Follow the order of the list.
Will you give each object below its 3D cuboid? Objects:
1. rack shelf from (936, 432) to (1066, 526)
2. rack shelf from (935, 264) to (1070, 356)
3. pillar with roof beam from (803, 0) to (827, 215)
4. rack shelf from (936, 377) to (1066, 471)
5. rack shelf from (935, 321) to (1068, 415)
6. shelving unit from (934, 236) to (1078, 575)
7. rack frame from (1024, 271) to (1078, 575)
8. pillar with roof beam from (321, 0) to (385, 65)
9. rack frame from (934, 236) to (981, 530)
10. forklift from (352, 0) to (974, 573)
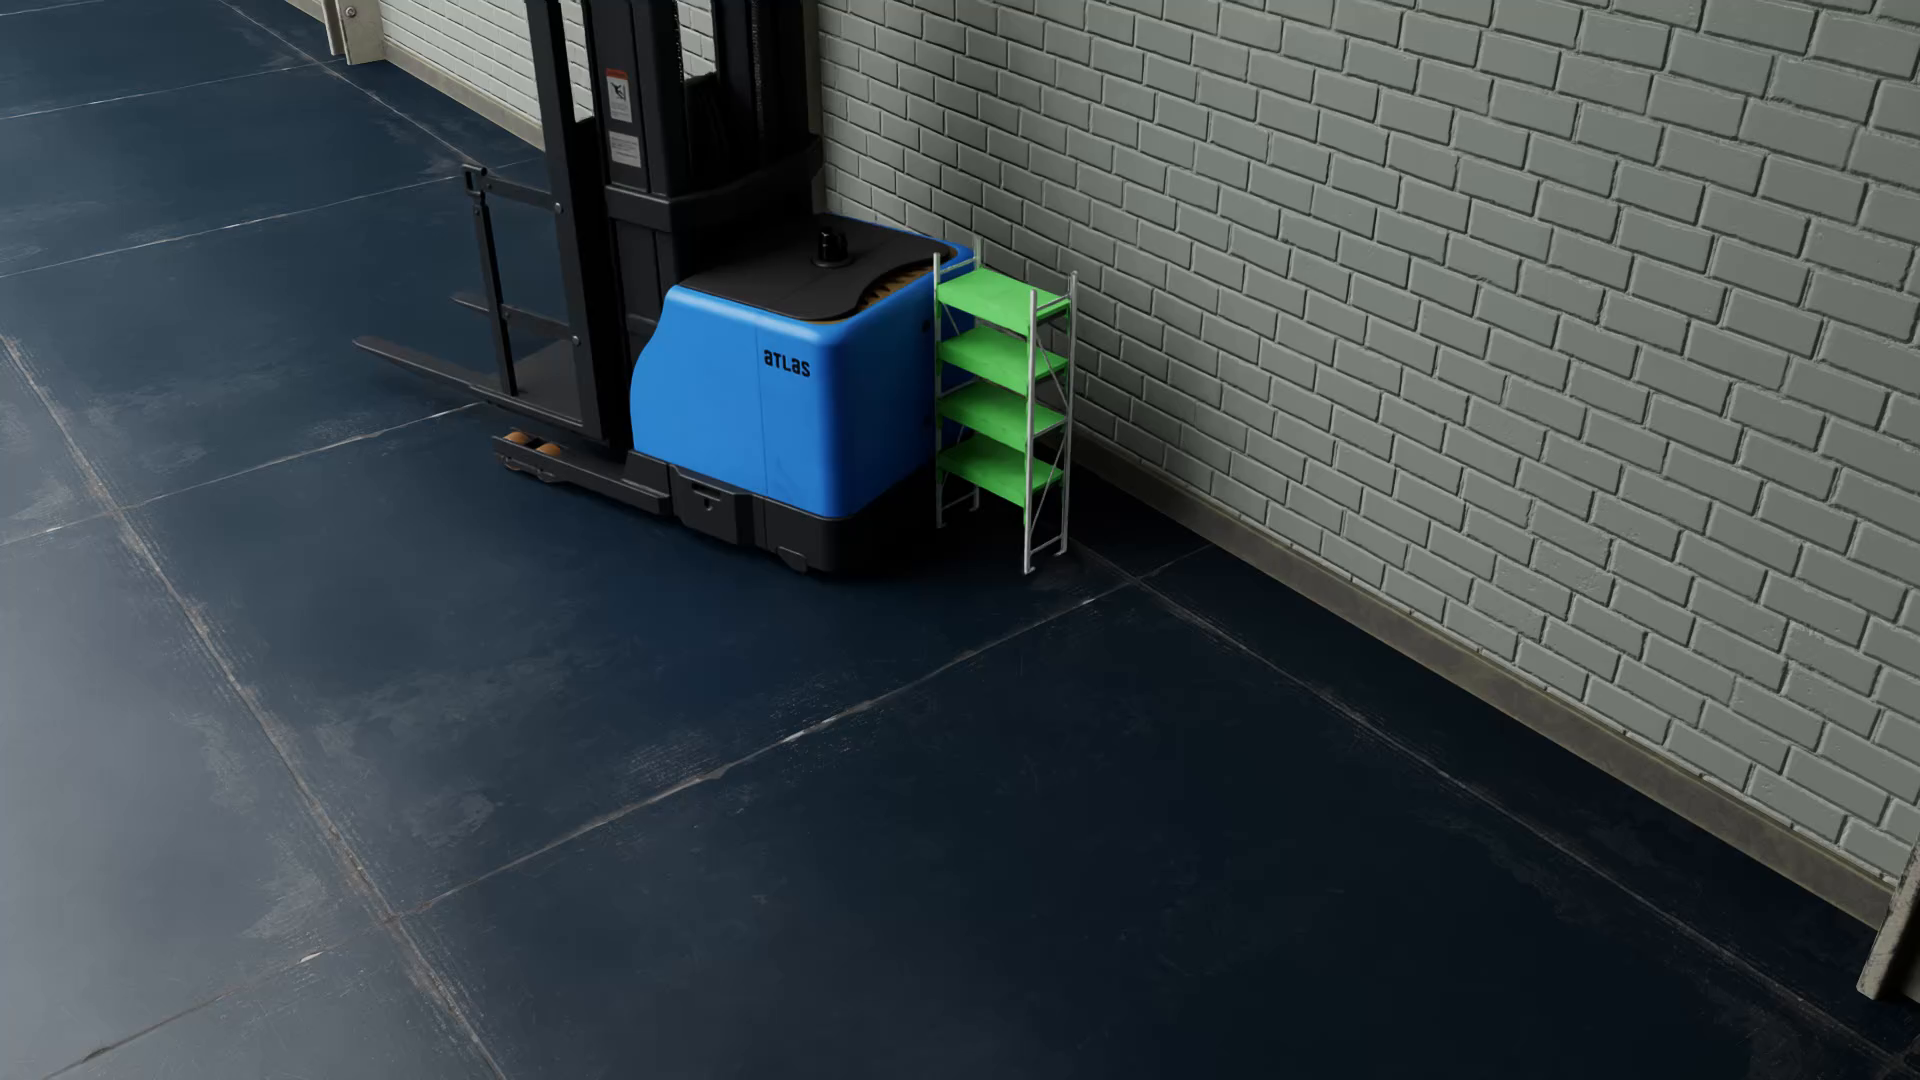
[{"bbox_3d":[0.165,-0.253,6.595,0.480,0.148,0.258,27,41,36],"label":"rack shelf"},{"bbox_3d":[0.165,-0.864,6.215,0.480,0.148,0.258,27,41,36],"label":"rack shelf"},{"bbox_3d":[-4.304,-3.628,4.062,9.100,9.000,0.400,-22,38,-31],"label":"pillar with roof beam"},{"bbox_3d":[0.165,-0.456,6.469,0.480,0.148,0.258,27,41,36],"label":"rack shelf"},{"bbox_3d":[0.165,-0.660,6.342,0.480,0.148,0.258,27,41,36],"label":"rack shelf"},{"bbox_3d":[0.165,-0.511,6.435,0.503,1.200,0.258,27,41,36],"label":"shelving unit"},{"bbox_3d":[0.340,-0.421,6.290,0.015,1.200,0.240,27,41,36],"label":"rack frame"},{"bbox_3d":[-7.983,-6.129,8.088,9.100,9.000,0.400,-22,38,-31],"label":"pillar with roof beam"},{"bbox_3d":[-0.010,-0.601,6.580,0.015,1.200,0.240,27,41,36],"label":"rack frame"},{"bbox_3d":[-1.420,-1.703,6.714,3.031,2.935,1.130,19,37,28],"label":"forklift"}]
